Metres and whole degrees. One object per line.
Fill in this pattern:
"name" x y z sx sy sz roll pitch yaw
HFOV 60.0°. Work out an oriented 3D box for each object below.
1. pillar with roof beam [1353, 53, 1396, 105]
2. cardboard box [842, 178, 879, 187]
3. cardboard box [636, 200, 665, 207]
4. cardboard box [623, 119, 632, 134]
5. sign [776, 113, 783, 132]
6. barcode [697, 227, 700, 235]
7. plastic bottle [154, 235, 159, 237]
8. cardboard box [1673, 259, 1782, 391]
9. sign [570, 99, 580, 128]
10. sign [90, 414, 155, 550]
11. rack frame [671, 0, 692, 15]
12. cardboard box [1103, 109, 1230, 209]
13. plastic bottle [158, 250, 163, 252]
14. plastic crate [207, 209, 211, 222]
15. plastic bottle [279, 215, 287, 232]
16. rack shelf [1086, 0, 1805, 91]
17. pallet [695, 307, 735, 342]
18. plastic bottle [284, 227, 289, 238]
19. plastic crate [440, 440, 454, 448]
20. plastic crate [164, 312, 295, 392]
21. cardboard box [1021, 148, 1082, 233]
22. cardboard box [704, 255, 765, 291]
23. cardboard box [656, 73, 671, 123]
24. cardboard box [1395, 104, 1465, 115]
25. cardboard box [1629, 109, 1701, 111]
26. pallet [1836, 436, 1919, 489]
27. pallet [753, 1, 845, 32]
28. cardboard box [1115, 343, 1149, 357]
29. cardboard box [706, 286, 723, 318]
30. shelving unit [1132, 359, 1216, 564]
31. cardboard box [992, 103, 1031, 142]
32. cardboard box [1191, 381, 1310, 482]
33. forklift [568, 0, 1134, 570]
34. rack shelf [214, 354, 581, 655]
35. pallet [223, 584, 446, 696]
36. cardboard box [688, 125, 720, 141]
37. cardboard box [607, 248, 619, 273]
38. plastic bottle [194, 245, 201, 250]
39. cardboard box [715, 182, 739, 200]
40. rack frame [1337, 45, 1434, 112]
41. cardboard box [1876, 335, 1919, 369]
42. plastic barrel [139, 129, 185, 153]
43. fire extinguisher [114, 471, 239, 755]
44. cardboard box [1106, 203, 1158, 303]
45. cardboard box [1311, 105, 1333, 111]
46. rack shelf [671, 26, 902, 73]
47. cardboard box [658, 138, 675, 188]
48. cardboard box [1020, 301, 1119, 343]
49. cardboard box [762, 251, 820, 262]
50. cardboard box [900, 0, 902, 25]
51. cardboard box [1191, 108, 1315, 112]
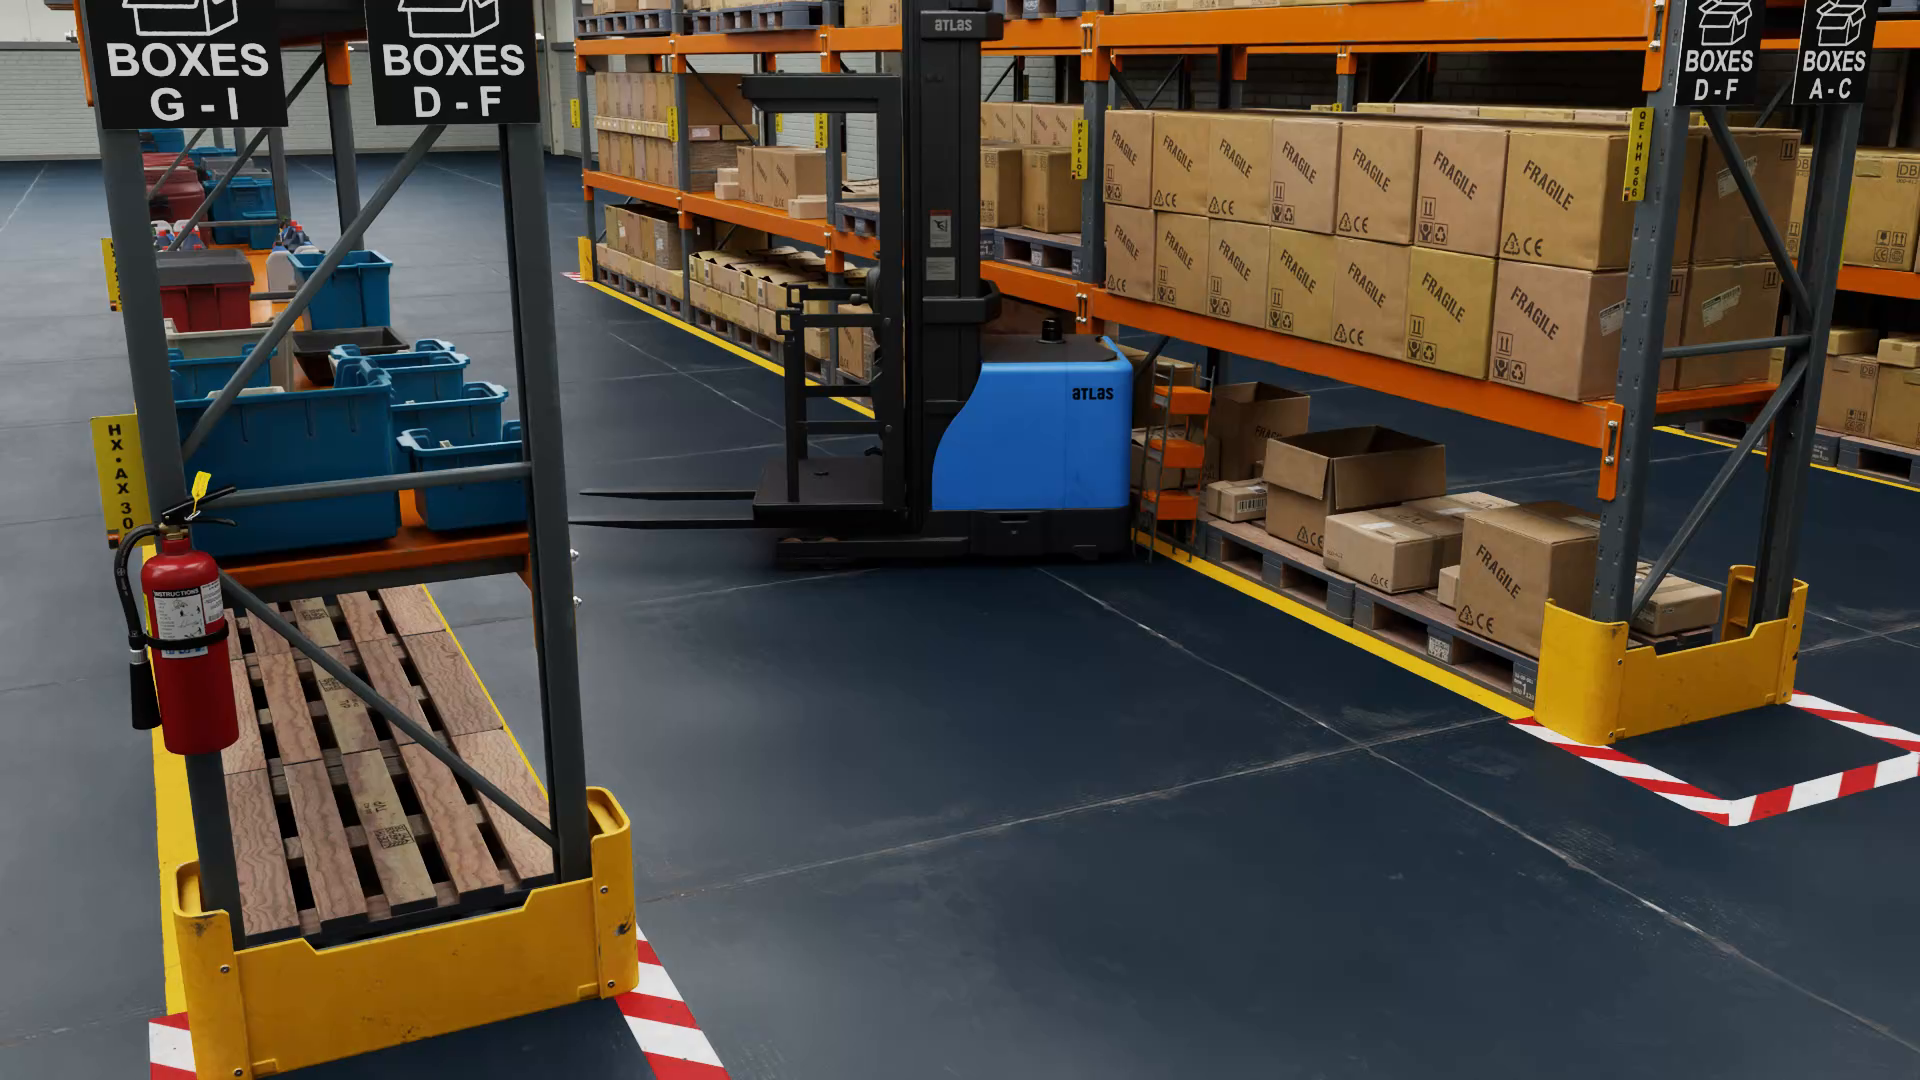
"pillar with roof beam" 0.212 -6.102 14.202 9.100 9.000 0.400 -8 18 -25
"cardboard box" -0.795 -2.915 14.132 0.500 0.311 0.500 -8 18 -26
"cardboard box" -3.580 -3.840 20.058 0.500 0.500 0.500 -8 18 -25
"cardboard box" -3.538 -4.614 18.533 0.380 0.149 0.250 -8 18 -26
"sign" -1.846 -4.291 16.810 0.100 0.325 0.005 -8 18 -25
"barcode" -2.592 -3.062 16.478 0.001 0.075 0.075 -8 18 -25
"plastic bottle" -4.744 -1.670 9.864 0.097 0.271 0.097 0 16 0
"cardboard box" 2.970 -0.919 6.834 0.500 0.500 0.500 -7 18 -24
"sign" -4.584 -5.085 19.819 0.100 0.325 0.005 -8 18 -25
"sign" -2.014 -0.139 4.002 0.100 0.325 0.005 -8 18 -25
"rack frame" -2.330 -6.588 15.894 1.000 3.000 0.127 -8 18 -25
"cardboard box" 1.129 -2.099 9.132 0.500 0.500 0.500 -7 17 -23
"plastic bottle" -4.284 -1.429 9.016 0.152 0.276 0.135 -8 18 -25
"plastic crate" -5.767 -2.607 13.282 0.450 0.188 0.662 -8 18 -25
"plastic bottle" -4.471 -2.010 11.029 0.061 0.283 0.133 -8 18 -25
"rack shelf" 2.051 -2.321 7.767 1.077 0.370 4.000 -8 18 -25
"pallet" -1.972 -2.186 16.486 1.003 0.211 1.213 -8 18 -25
"plastic bottle" -4.165 -1.820 10.388 0.097 0.271 0.097 0 16 0
"plastic crate" -1.405 -0.224 4.963 0.250 0.136 0.298 -8 18 -25
"plastic crate" -2.776 -0.694 6.338 0.437 0.282 0.530 -8 18 -25
"cardboard box" 0.810 -2.278 10.809 0.700 0.500 0.500 -5 17 -16
"cardboard box" -2.158 -2.597 16.069 0.500 0.311 0.500 -8 18 -26
"cardboard box" -2.752 -4.611 17.346 0.700 0.500 0.500 -8 18 -25
"cardboard box" 4.077 -3.596 14.229 0.500 0.250 0.500 -8 18 -26
"cardboard box" 5.424 -3.156 12.694 0.500 0.250 0.500 -7 18 -24
"pallet" 6.428 -0.479 10.538 1.003 0.211 1.213 -8 18 -25
"pallet" -0.955 -4.221 13.427 1.213 0.211 1.003 -7 17 -22
"cardboard box" 0.939 -1.011 11.070 0.500 0.500 0.500 -7 18 -24
"cardboard box" -2.153 -2.328 16.148 0.500 0.250 0.500 -7 18 -24
"shelving unit" 1.120 -0.411 8.742 0.252 1.050 0.215 -1 15 -23
"cardboard box" 0.737 -5.187 20.762 0.500 0.500 0.500 -8 18 -27
"cardboard box" 1.680 -0.624 9.721 0.500 0.500 0.500 -8 18 -25
"forklift" -0.622 -1.401 8.820 3.031 2.935 1.130 -1 16 -2
"rack shelf" -2.403 -0.281 6.098 1.077 0.370 4.000 -8 18 -25
"pallet" -2.922 0.395 7.492 1.003 0.211 1.213 -8 18 -25
"cardboard box" -2.641 -4.106 16.763 0.380 0.149 0.250 -8 18 -25
"cardboard box" -3.825 -3.293 19.512 0.500 0.250 0.500 -8 18 -25
"plastic bottle" -3.927 -1.351 8.610 0.144 0.351 0.185 -8 18 -25
"cardboard box" -2.125 -3.339 15.905 0.380 0.149 0.250 -8 18 -25
"rack frame" 3.874 -3.312 15.355 1.000 3.000 0.127 -8 18 -25
"cardboard box" 6.077 -1.198 10.583 0.380 0.149 0.250 -8 18 -26
"plastic barrel" -6.887 -3.215 14.109 0.600 0.901 0.708 -8 18 -25
"fire extinguisher" -1.869 0.177 4.011 0.296 0.674 0.183 -8 18 -25
"cardboard box" 1.153 -1.610 9.240 0.500 0.500 0.500 -7 17 -23
"cardboard box" 3.542 -4.043 15.748 0.380 0.149 0.250 -11 19 -34
"rack shelf" -1.453 -4.305 14.679 1.077 0.370 4.000 -8 18 -25
"cardboard box" -2.767 -3.992 17.542 0.700 0.500 0.500 -8 18 -25
"cardboard box" 0.744 -1.489 11.375 0.500 0.250 0.500 -8 18 -25
"cardboard box" -1.661 -2.660 16.290 0.500 0.311 0.500 -7 17 -23
"cardboard box" 0.095 -3.843 11.585 0.910 0.500 0.500 -8 18 -25
"cardboard box" 1.629 -2.155 9.330 0.500 0.500 0.500 -8 18 -25
